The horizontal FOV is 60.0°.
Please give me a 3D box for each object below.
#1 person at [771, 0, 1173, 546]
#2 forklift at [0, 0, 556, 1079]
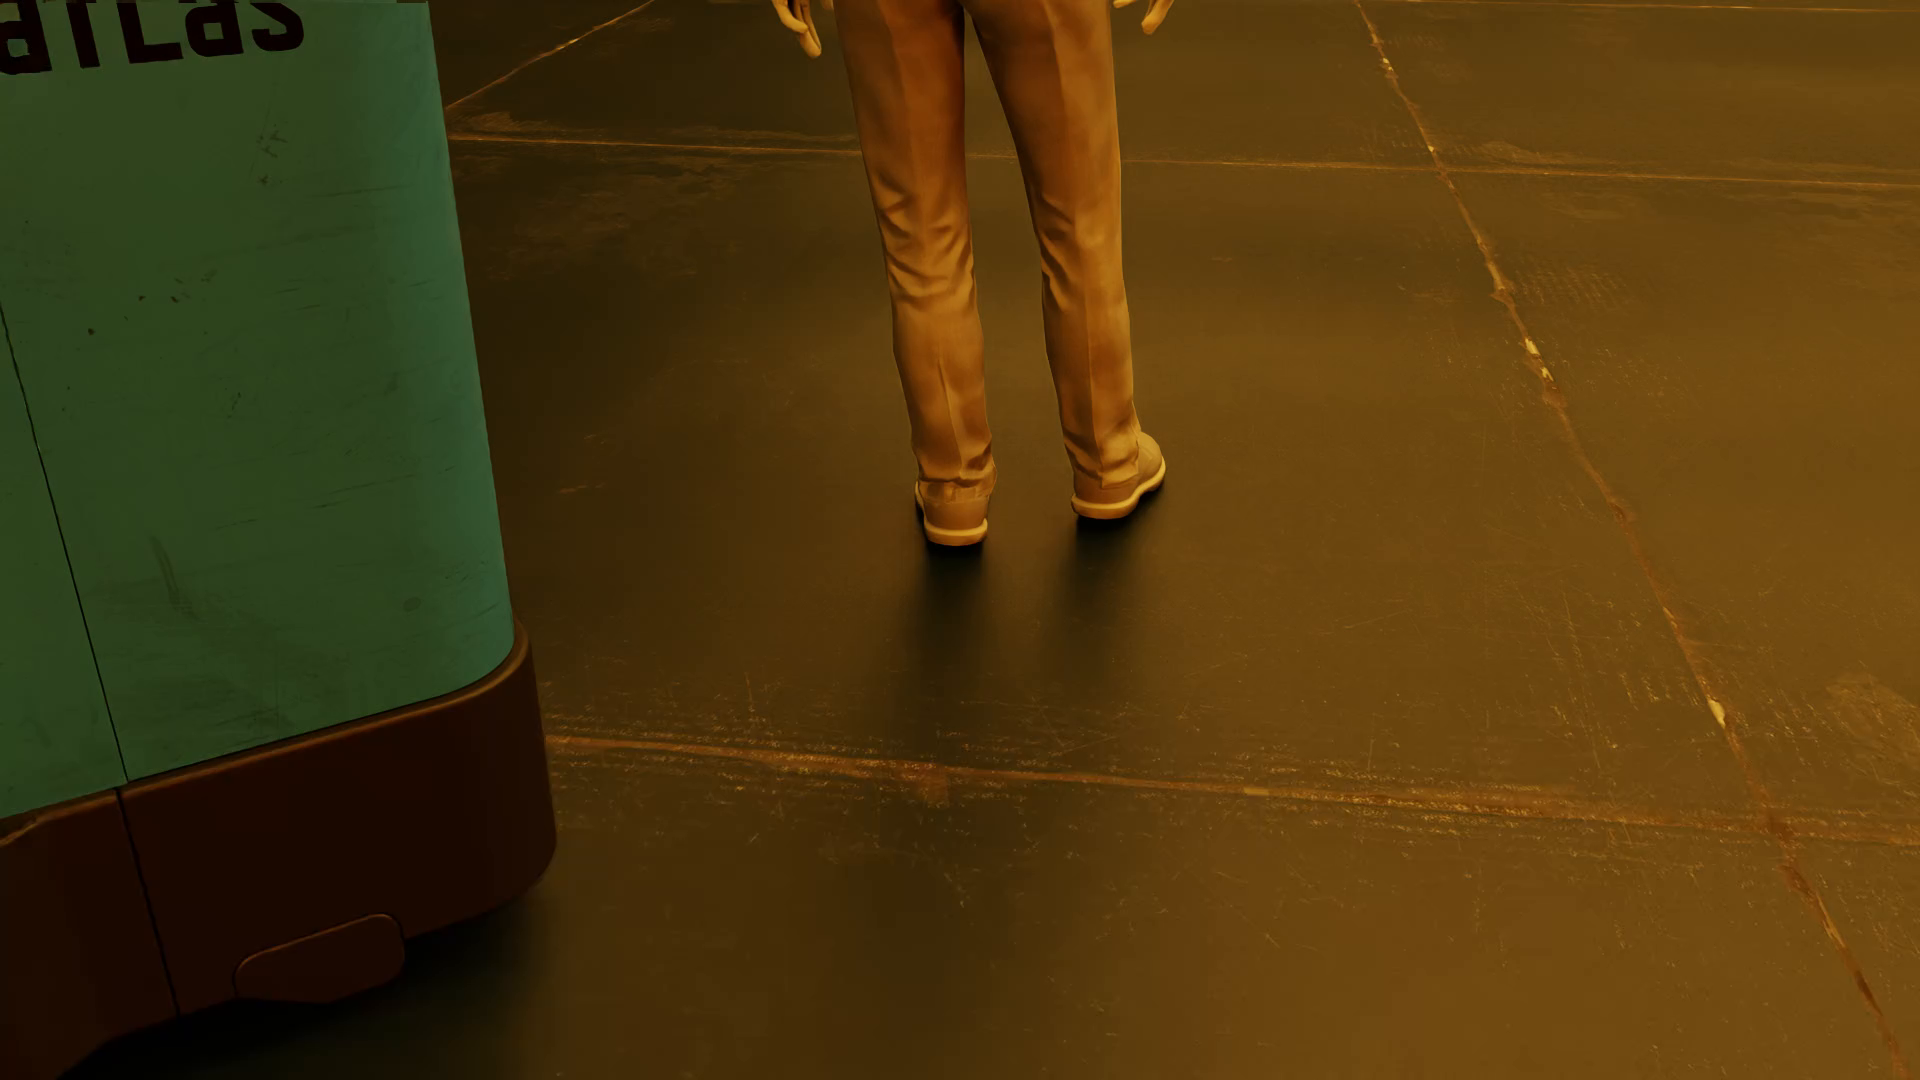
[{"bbox_3d":[0.016,-0.795,2.179,0.587,1.694,0.529,3,27,7],"label":"person"},{"bbox_3d":[-1.940,-0.757,0.734,3.031,2.935,1.130,-15,30,-28],"label":"forklift"}]
